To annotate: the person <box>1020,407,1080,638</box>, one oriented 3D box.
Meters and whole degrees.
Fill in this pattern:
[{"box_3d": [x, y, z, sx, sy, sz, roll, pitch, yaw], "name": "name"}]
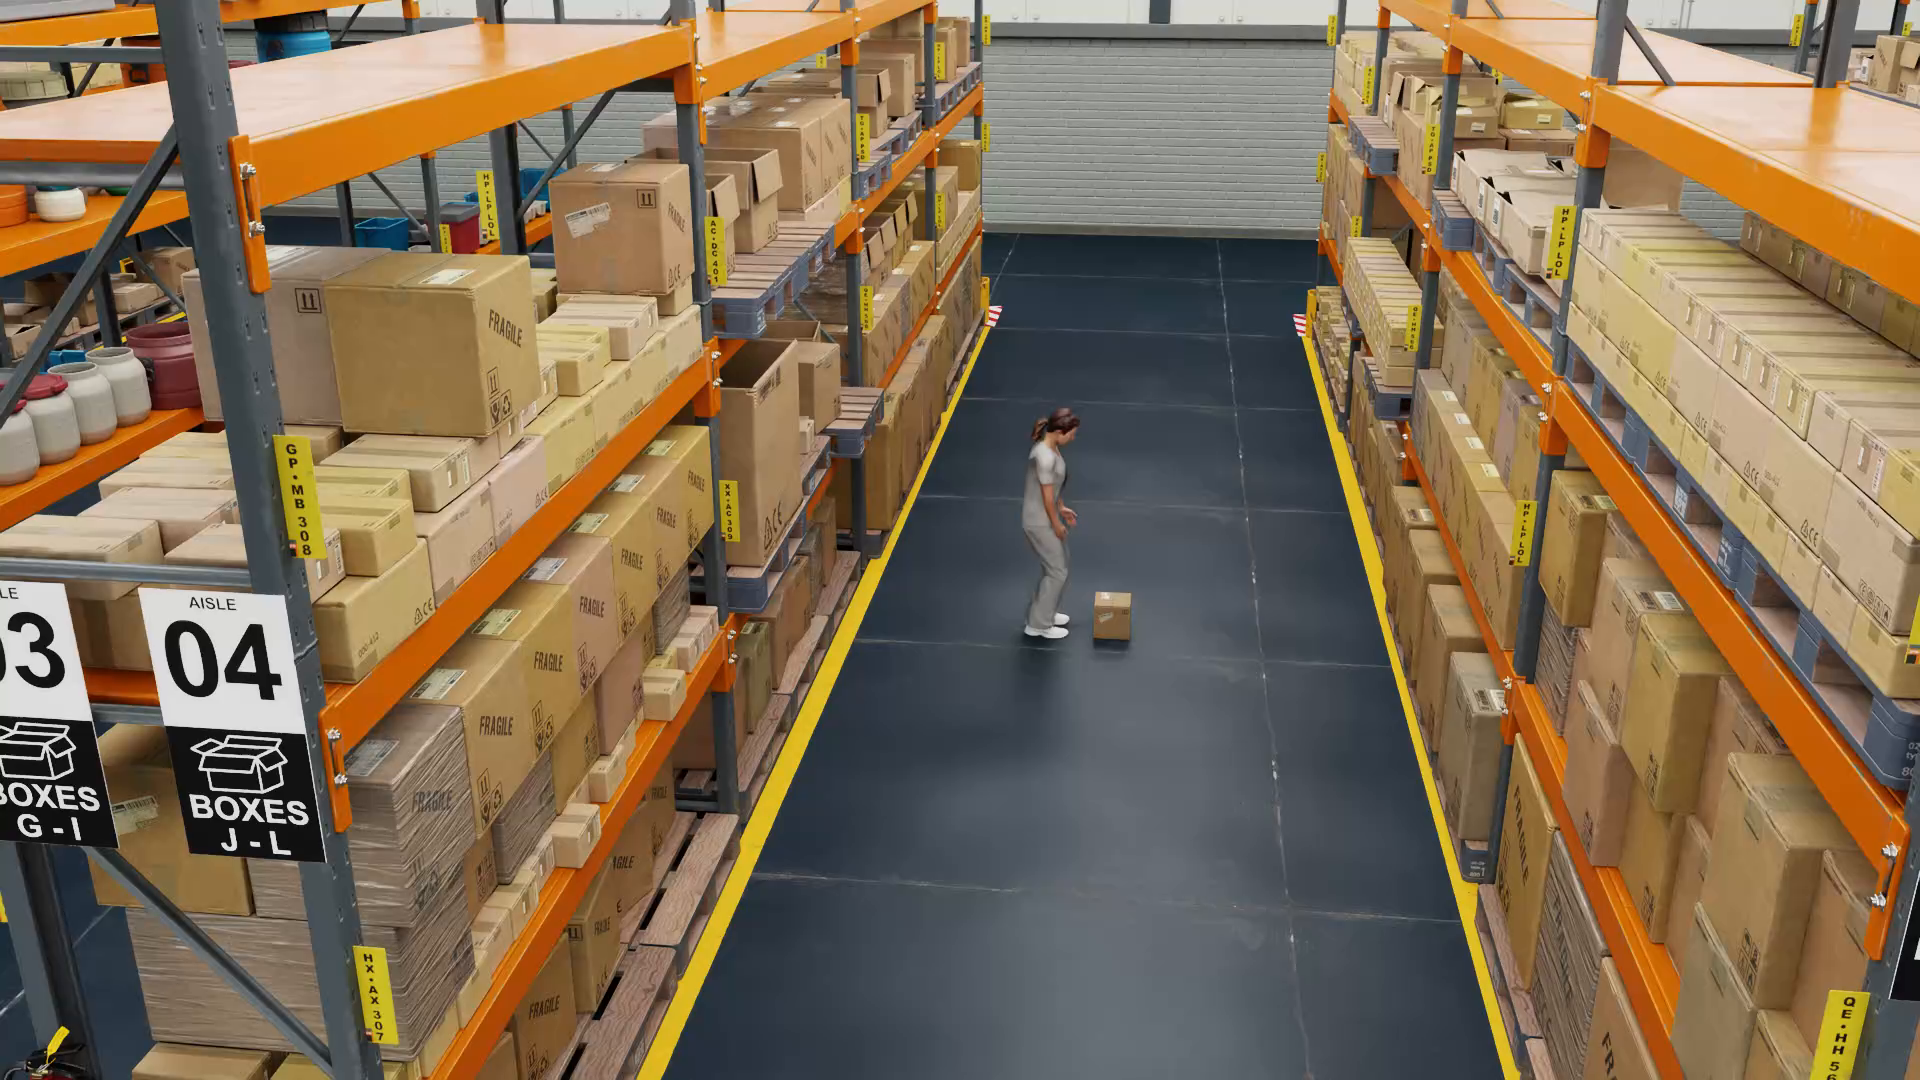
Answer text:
[{"box_3d": [0.617, -0.136, 11.516, 0.387, 1.628, 0.461, 3, 21, 8], "name": "person"}]
